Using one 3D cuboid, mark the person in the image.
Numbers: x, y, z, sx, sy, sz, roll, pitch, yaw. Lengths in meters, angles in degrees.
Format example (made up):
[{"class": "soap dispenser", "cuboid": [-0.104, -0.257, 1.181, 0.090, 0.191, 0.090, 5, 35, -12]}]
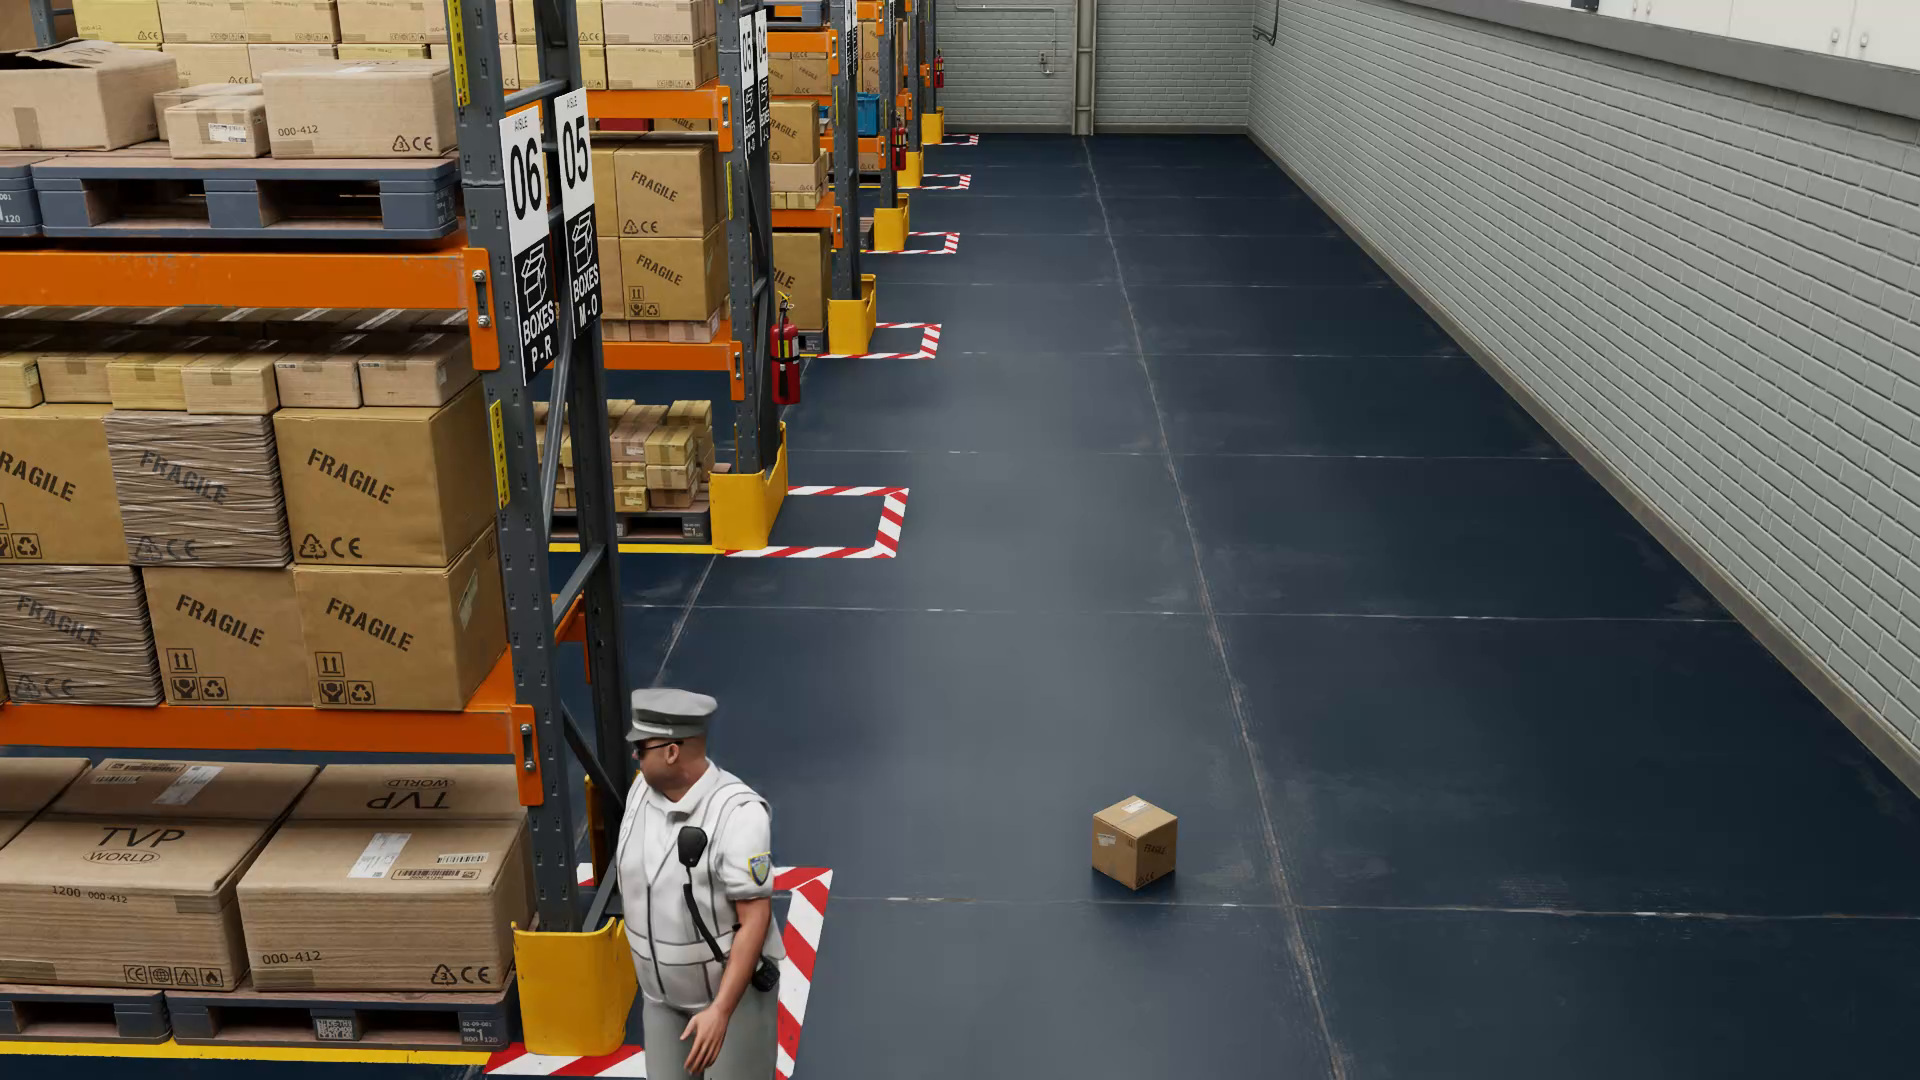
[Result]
[{"class": "person", "cuboid": [-0.762, 1.279, 4.769, 0.595, 1.751, 0.592, 12, 24, 28]}]
